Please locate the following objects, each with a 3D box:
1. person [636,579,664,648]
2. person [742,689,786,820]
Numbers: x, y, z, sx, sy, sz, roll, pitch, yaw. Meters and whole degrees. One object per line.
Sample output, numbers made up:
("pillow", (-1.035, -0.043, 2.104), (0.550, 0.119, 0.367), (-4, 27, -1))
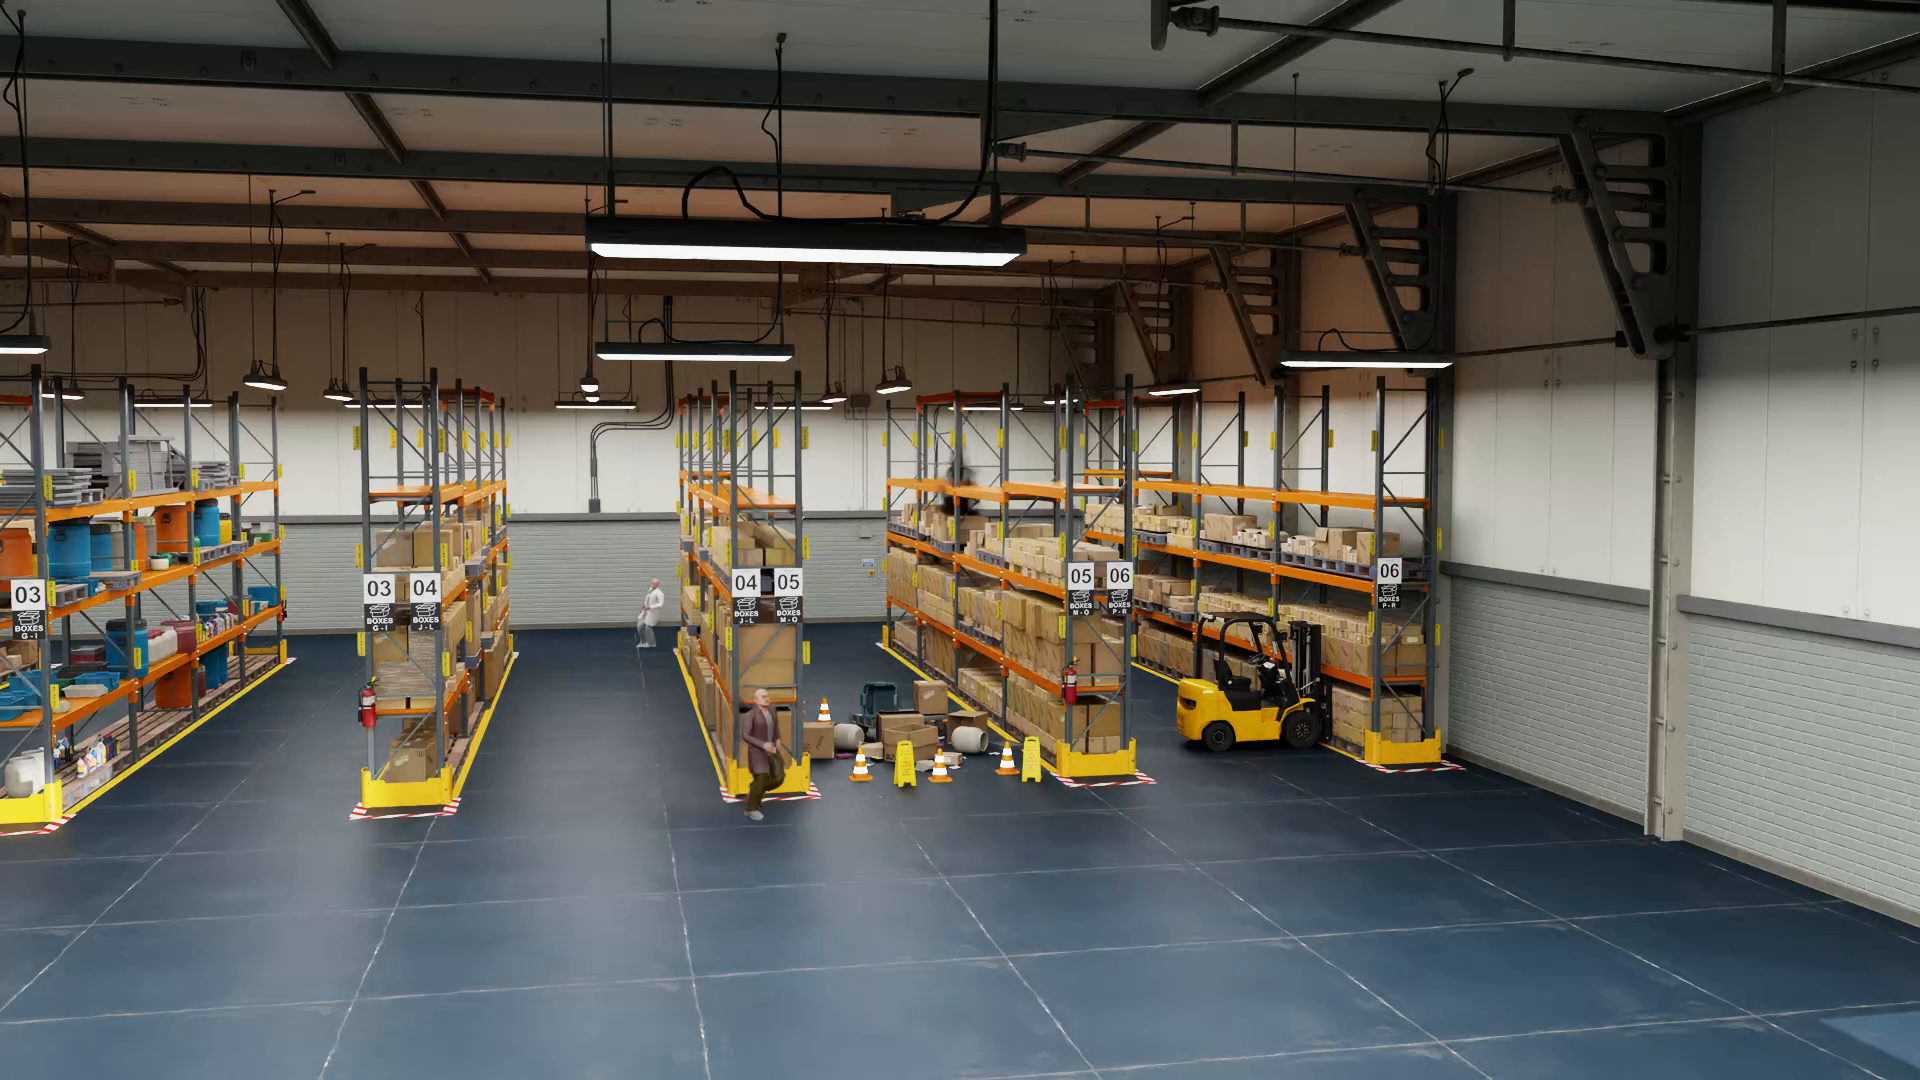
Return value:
("person", (-7.434, 1.783, 39.998), (0.877, 1.732, 0.567), (3, 4, 40))
("person", (-2.574, 2.832, 22.003), (0.688, 1.742, 0.746), (3, 5, 41))
